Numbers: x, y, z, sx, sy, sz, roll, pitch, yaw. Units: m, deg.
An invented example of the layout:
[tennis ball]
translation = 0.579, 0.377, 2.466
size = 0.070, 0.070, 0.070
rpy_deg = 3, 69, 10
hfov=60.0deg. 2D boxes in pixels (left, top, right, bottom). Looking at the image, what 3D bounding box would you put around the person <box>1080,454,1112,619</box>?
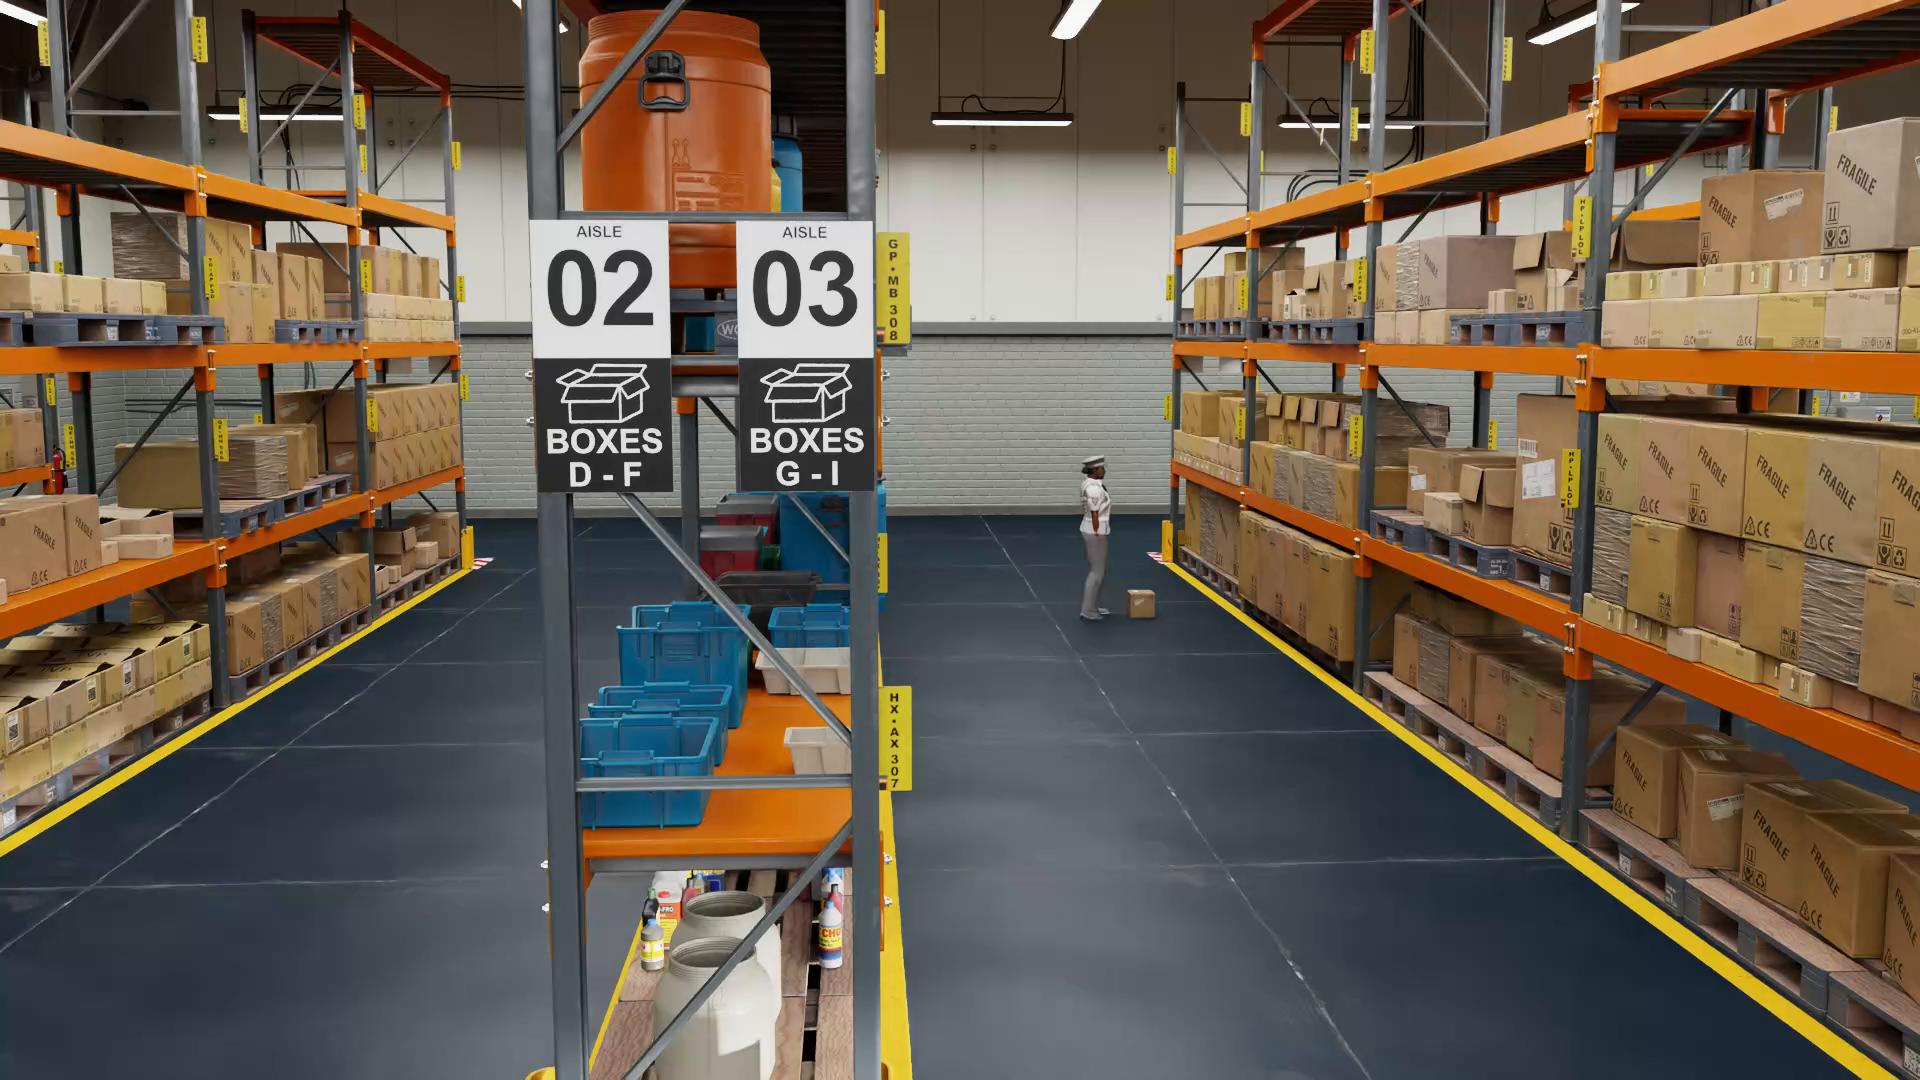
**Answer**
[person]
translation = 1.395, -0.023, 17.077
size = 0.343, 1.713, 0.436
rpy_deg = 0, 7, -2
